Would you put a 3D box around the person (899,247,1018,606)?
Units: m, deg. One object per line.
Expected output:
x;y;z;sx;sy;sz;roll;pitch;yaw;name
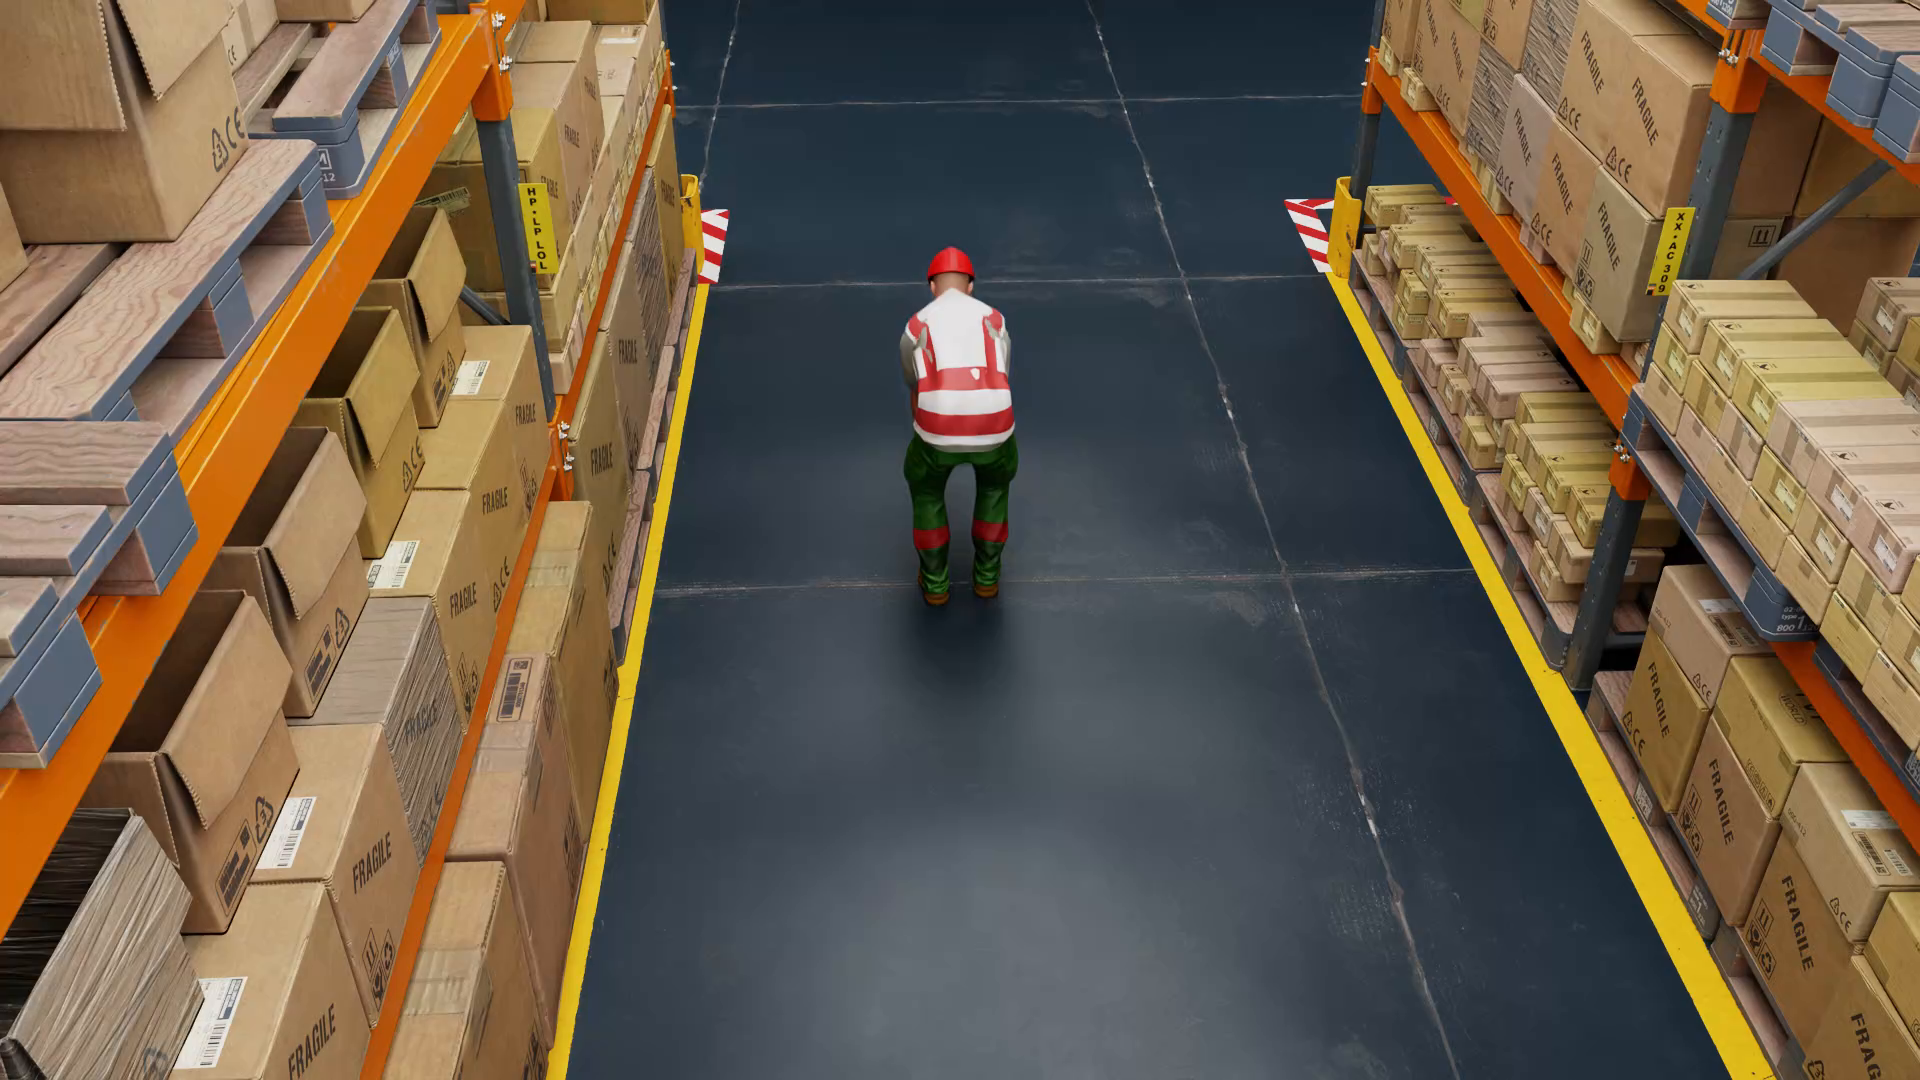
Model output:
-0.008;-0.471;7.142;0.488;1.392;0.888;-3;35;-4;person
